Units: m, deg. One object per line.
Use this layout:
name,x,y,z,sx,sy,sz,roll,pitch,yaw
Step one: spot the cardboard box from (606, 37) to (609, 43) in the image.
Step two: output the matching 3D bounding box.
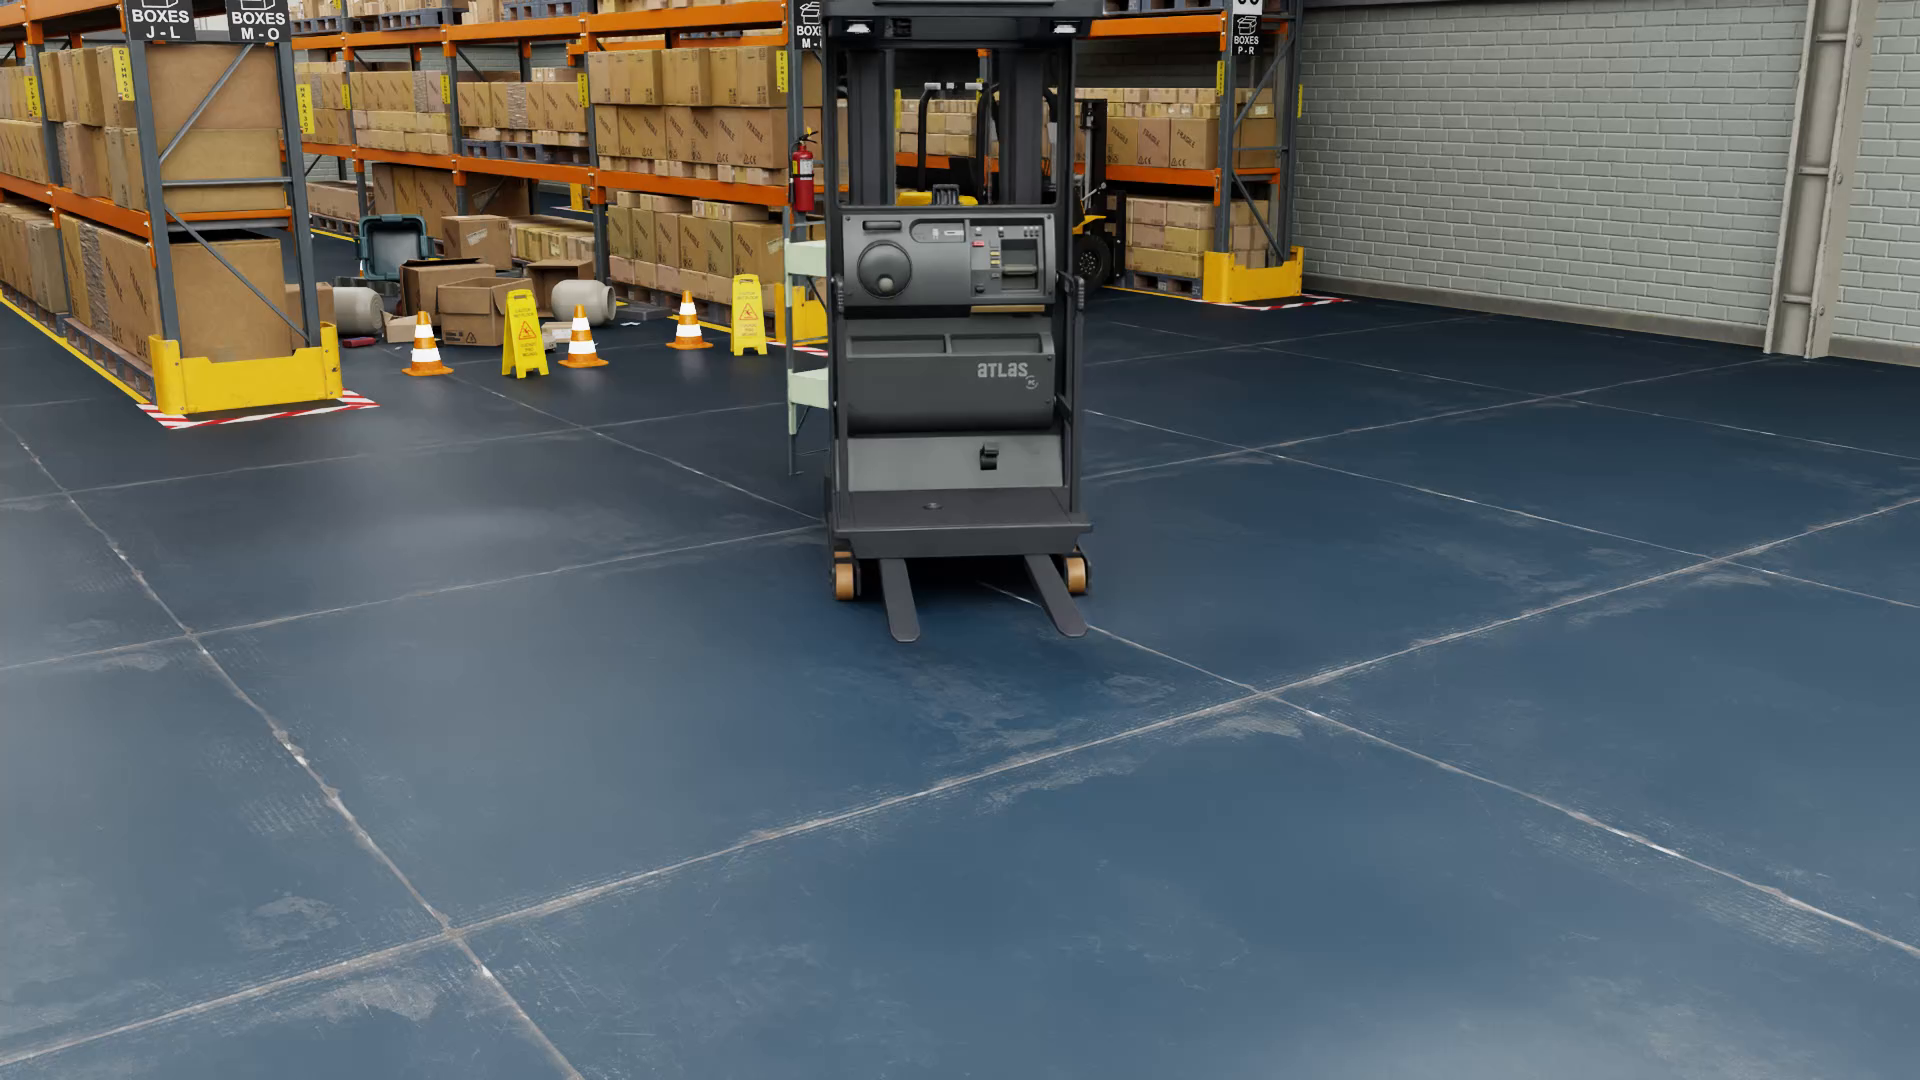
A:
cardboard box,-5.655,-8.330,27.623,0.380,0.149,0.250,-11,19,-35

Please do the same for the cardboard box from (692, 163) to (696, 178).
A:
cardboard box,-2.267,-3.452,15.483,0.380,0.149,0.250,-11,19,-35

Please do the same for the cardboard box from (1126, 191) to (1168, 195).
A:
cardboard box,2.015,-3.784,18.740,0.500,0.250,0.500,-11,19,-36

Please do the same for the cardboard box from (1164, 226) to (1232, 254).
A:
cardboard box,2.483,-3.142,17.338,0.500,0.250,0.500,-11,19,-35

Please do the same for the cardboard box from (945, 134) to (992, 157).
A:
cardboard box,0.162,-4.817,20.279,0.500,0.250,0.500,-10,18,-33

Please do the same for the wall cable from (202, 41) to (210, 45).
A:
wall cable,-13.733,-8.320,30.807,0.585,1.953,0.123,-11,19,-35

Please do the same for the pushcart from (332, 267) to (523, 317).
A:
pushcart,-5.158,-2.422,16.211,0.936,0.377,1.648,10,18,33

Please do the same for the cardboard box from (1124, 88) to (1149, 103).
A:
cardboard box,1.966,-4.720,17.656,0.380,0.149,0.250,-10,18,-33

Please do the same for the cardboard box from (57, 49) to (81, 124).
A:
cardboard box,-6.475,-3.535,12.979,0.875,0.550,0.550,-11,19,-35

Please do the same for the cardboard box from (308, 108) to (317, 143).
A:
cardboard box,-9.436,-6.196,24.841,0.500,0.500,0.500,-10,18,-33

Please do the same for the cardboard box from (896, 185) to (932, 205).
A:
cardboard box,-0.540,-4.317,21.869,0.875,0.625,0.625,-12,19,-37

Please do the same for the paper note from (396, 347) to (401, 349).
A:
paper note,-4.708,-1.610,13.940,0.032,0.001,0.123,-2,15,-6

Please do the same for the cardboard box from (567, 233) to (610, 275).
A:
cardboard box,-3.653,-3.098,17.896,0.950,0.372,0.625,-11,19,-34

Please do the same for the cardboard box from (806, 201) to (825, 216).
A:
cardboard box,-2.104,-4.731,23.618,0.500,0.500,0.500,-10,18,-33

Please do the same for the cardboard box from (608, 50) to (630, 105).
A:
cardboard box,-2.977,-4.485,16.135,0.700,0.500,0.500,-11,19,-34

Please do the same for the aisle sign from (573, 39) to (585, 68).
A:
aisle sign,-6.663,-8.608,28.921,0.394,0.787,0.004,-11,19,-35

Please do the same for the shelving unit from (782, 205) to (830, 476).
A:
shelving unit,-0.552,-1.061,9.110,0.755,1.500,0.431,14,20,40

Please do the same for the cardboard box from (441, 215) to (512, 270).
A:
cardboard box,-4.765,-2.928,16.394,0.500,0.500,0.500,-11,19,-35

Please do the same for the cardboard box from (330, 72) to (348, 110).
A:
cardboard box,-8.547,-6.348,23.505,0.500,0.500,0.500,-11,19,-35

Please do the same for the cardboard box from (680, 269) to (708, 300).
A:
cardboard box,-2.294,-2.427,15.676,0.500,0.250,0.500,-12,19,-37

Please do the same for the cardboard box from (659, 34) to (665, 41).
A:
cardboard box,-4.484,-7.888,26.006,0.380,0.149,0.250,-11,19,-35

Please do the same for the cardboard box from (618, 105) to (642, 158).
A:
cardboard box,-2.996,-4.002,16.265,0.500,0.500,0.500,-11,19,-35

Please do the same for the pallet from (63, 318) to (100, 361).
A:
pallet,-6.904,-1.742,14.041,1.003,0.211,1.213,-11,19,-35

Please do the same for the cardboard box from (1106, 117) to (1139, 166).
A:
cardboard box,1.921,-4.303,17.926,0.500,0.500,0.500,-11,19,-36

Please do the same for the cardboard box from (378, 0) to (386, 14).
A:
cardboard box,-7.255,-6.900,21.381,0.396,0.266,0.258,-9,18,-30

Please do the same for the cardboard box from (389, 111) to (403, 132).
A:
cardboard box,-7.112,-5.464,21.696,0.500,0.250,0.500,-12,19,-36

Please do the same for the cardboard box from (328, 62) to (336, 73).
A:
cardboard box,-8.854,-6.799,23.922,0.380,0.149,0.250,-11,19,-35

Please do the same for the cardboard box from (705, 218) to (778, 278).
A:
cardboard box,-1.982,-2.677,15.167,0.500,0.500,0.500,-10,18,-33

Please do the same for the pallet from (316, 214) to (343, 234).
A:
pallet,-9.152,-4.850,25.397,1.003,0.211,1.213,-11,19,-35

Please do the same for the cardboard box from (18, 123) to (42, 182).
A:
cardboard box,-8.107,-3.488,14.947,0.500,0.500,0.500,-11,19,-35

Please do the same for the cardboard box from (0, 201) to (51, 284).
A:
cardboard box,-9.354,-3.089,17.147,1.050,0.750,0.750,-11,19,-35

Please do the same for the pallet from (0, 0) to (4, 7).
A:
pallet,-8.558,-5.104,15.718,1.003,0.211,1.213,-10,18,-32

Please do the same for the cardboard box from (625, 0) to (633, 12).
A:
cardboard box,-3.014,-5.172,16.085,0.380,0.149,0.250,-11,19,-34

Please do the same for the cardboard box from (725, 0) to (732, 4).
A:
cardboard box,-1.823,-4.730,14.471,0.380,0.149,0.250,-11,19,-34

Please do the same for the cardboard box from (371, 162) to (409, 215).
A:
cardboard box,-7.617,-4.818,23.225,0.875,0.875,0.875,-10,18,-33

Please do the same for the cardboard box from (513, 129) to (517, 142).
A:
cardboard box,-4.844,-4.602,18.889,0.380,0.149,0.250,-10,18,-32

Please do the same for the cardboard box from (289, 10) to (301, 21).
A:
cardboard box,-9.945,-7.922,25.148,0.380,0.149,0.250,-10,18,-33

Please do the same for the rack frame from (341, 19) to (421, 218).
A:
rack frame,-8.047,-5.760,23.438,1.000,3.000,0.127,-11,19,-35

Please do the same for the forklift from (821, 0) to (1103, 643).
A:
forklift,-0.024,-1.245,7.073,1.130,2.935,3.031,-1,15,-5

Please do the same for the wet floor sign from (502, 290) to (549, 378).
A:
wet floor sign,-3.317,-1.573,12.601,0.232,0.644,0.267,14,21,42

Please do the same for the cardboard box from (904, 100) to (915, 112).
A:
cardboard box,-0.486,-5.491,21.037,0.380,0.149,0.250,-11,19,-34

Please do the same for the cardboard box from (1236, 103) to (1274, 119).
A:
cardboard box,3.032,-4.442,17.207,0.380,0.149,0.250,-11,19,-36

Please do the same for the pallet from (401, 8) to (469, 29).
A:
pallet,-6.116,-6.391,20.419,1.213,0.211,1.003,-10,18,-32

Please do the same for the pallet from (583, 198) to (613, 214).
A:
pallet,-5.871,-5.854,29.064,1.003,0.211,1.213,-11,19,-35

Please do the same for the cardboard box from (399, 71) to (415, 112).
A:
cardboard box,-6.805,-5.721,21.214,0.500,0.500,0.500,-11,19,-34

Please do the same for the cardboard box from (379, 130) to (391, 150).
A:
cardboard box,-7.407,-5.330,22.154,0.500,0.250,0.500,-11,19,-35

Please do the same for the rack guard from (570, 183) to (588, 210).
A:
rack guard,-6.341,-6.163,29.648,1.175,0.500,0.348,-11,19,-35

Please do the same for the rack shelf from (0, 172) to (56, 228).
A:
rack shelf,-8.463,-3.342,15.966,1.077,0.370,4.000,-11,19,-35

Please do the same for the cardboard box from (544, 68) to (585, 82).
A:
cardboard box,-4.213,-4.967,17.766,0.380,0.149,0.250,-12,19,-36

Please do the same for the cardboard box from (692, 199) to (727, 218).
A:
cardboard box,-2.242,-3.058,15.329,0.380,0.149,0.250,-10,18,-32

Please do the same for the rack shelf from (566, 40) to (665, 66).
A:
rack shelf,-5.210,-8.058,27.516,1.077,0.370,4.000,-11,19,-35

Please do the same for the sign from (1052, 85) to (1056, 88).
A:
sign,1.118,-5.365,20.206,0.100,0.325,0.005,-11,19,-35

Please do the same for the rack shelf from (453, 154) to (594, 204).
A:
rack shelf,-4.519,-4.132,18.852,1.077,0.370,4.000,-11,19,-35

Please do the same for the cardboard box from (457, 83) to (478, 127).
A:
cardboard box,-5.617,-5.168,19.727,0.500,0.500,0.500,-12,19,-36
